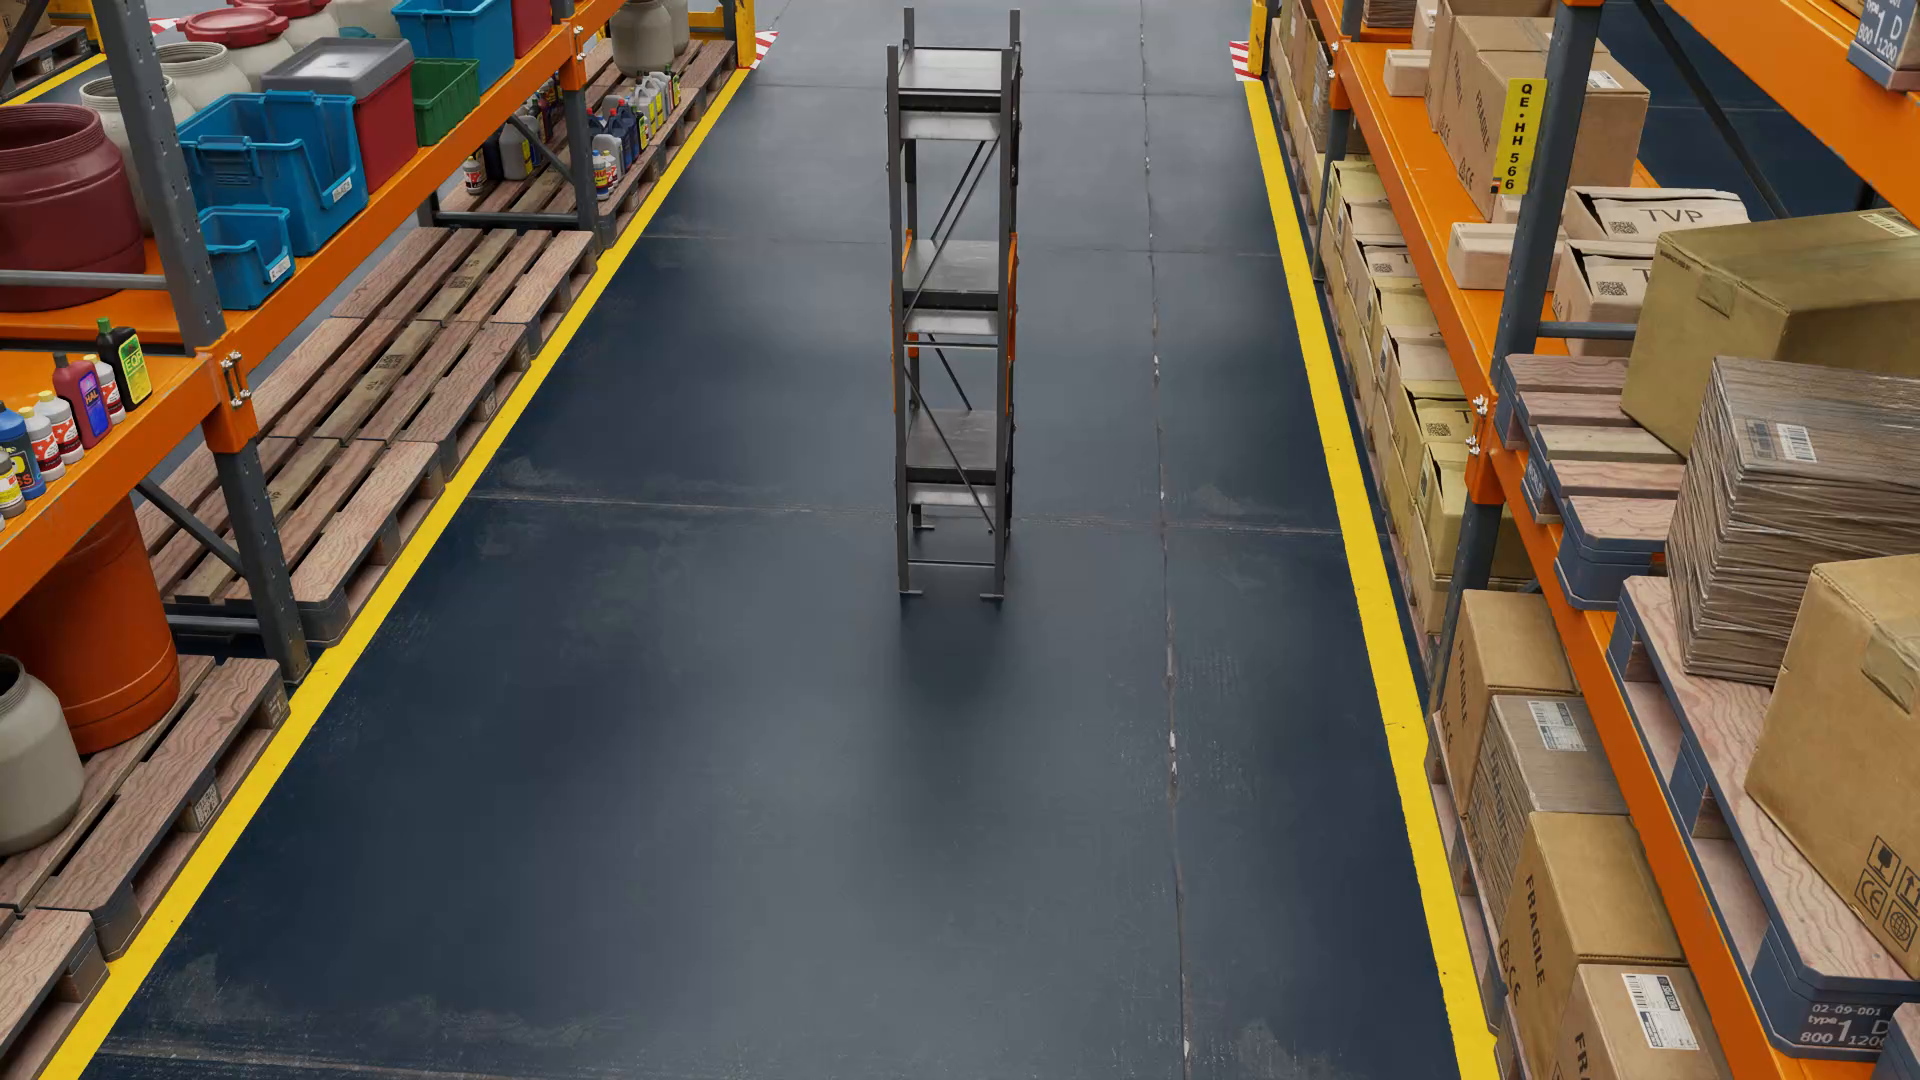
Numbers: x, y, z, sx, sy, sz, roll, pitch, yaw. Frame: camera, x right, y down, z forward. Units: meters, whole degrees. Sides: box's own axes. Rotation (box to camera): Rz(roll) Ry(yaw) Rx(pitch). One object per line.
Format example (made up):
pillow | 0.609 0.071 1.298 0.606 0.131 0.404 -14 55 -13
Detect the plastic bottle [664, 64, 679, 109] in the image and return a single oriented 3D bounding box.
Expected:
plastic bottle | -1.895 -2.983 10.900 0.061 0.283 0.133 3 32 5

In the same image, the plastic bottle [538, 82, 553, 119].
plastic bottle | -2.685 -2.852 10.700 0.097 0.271 0.097 0 32 0

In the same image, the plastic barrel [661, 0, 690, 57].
plastic barrel | -2.169 -3.765 11.971 0.421 0.512 0.421 0 32 0

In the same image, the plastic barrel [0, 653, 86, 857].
plastic barrel | -2.822 0.627 4.845 0.421 0.512 0.421 0 32 0

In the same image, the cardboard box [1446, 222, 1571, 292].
cardboard box | 1.892 -0.971 5.706 0.380 0.149 0.250 2 32 4

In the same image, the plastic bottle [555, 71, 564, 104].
plastic bottle | -2.658 -3.000 11.006 0.097 0.201 0.097 0 32 0

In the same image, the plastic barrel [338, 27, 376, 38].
plastic barrel | -2.778 -2.157 7.522 0.301 0.262 0.301 0 32 0

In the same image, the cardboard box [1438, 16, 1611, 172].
cardboard box | 2.257 -1.792 6.703 0.500 0.500 0.500 3 32 4

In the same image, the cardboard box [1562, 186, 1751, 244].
cardboard box | 2.360 -1.017 5.627 0.500 0.311 0.500 2 32 3

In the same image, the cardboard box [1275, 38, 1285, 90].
cardboard box | 2.443 -3.255 11.393 0.500 0.250 0.500 2 32 4

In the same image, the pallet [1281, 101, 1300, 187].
pallet | 2.623 -2.554 10.693 1.003 0.211 1.213 2 32 4

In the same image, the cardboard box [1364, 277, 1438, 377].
cardboard box | 2.014 -0.925 7.078 0.500 0.311 0.500 3 32 5

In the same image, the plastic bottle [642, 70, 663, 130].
plastic bottle | -1.972 -2.783 10.513 0.144 0.351 0.185 4 32 6

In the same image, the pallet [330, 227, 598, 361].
pallet | -2.542 -1.302 8.661 1.003 0.211 1.213 2 32 4

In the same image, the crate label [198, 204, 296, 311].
crate label | -2.435 -0.942 5.580 0.303 0.233 0.416 2 32 4

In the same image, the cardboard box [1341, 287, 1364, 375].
cardboard box | 2.058 -0.957 7.665 0.500 0.250 0.500 2 32 2

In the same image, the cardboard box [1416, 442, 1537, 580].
cardboard box | 1.891 -0.127 5.783 0.500 0.311 0.500 3 32 5

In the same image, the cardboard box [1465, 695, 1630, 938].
cardboard box | 1.735 0.781 4.587 0.500 0.500 0.500 1 32 2

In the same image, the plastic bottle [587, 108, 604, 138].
plastic bottle | -2.181 -2.371 9.844 0.144 0.351 0.185 2 32 4

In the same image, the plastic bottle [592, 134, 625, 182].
plastic bottle | -2.055 -2.247 9.714 0.152 0.276 0.135 4 32 6

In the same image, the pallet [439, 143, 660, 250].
pallet | -2.421 -2.063 9.897 1.003 0.211 1.213 2 32 4

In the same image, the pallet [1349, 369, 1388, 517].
pallet | 2.302 -0.474 7.318 1.003 0.211 1.213 2 32 4

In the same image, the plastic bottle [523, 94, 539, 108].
plastic bottle | -2.693 -2.632 10.338 0.152 0.276 0.135 3 32 5

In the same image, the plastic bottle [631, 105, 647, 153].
plastic bottle | -1.967 -2.520 10.149 0.061 0.283 0.133 4 32 6

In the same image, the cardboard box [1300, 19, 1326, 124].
cardboard box | 2.329 -2.789 9.923 0.500 0.500 0.500 2 32 4

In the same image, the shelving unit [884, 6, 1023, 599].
shelving unit | -0.013 -0.807 6.059 0.431 2.100 0.503 2 32 4

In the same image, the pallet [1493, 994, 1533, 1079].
pallet | 1.894 1.616 3.926 1.003 0.211 1.213 2 32 4

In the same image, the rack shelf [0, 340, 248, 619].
rack shelf | -3.005 0.543 3.696 1.077 0.370 4.000 2 32 4

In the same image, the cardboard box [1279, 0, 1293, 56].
cardboard box | 2.441 -3.574 11.196 0.500 0.500 0.500 2 32 4

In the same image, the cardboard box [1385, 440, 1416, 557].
cardboard box | 1.932 -0.159 6.370 0.500 0.250 0.500 2 32 3

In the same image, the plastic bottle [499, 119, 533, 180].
plastic bottle | -2.608 -2.304 9.734 0.144 0.351 0.185 2 32 4

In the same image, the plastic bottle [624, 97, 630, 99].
plastic bottle | -2.096 -2.702 10.523 0.097 0.201 0.097 0 32 0

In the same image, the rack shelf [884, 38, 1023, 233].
rack shelf | -0.014 -1.392 5.699 0.431 0.518 0.480 2 32 4

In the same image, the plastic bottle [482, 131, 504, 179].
plastic bottle | -2.752 -2.310 9.744 0.144 0.351 0.185 2 32 3

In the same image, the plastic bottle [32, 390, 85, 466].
plastic bottle | -2.497 -0.315 4.591 0.097 0.201 0.097 0 32 0

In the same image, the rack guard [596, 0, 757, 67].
rack guard | -2.150 -3.887 12.580 1.175 0.500 0.348 2 32 4

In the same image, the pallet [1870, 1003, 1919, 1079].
pallet | 1.942 1.164 2.185 1.003 0.211 1.213 2 32 4

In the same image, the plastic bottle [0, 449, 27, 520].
plastic bottle | -2.520 -0.162 4.343 0.097 0.201 0.097 0 32 0

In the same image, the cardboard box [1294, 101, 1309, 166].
cardboard box | 2.316 -2.471 10.120 0.500 0.250 0.500 2 32 4

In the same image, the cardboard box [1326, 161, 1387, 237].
cardboard box | 2.138 -1.729 8.383 0.500 0.311 0.500 3 32 4

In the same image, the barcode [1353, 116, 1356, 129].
barcode | 1.984 -2.104 8.353 0.001 0.075 0.075 2 32 4

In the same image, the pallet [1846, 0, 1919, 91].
pallet | 1.973 -0.582 2.155 1.213 0.211 1.003 2 32 4

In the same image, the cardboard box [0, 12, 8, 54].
cardboard box | -7.210 -3.679 11.843 0.500 0.500 0.500 11 33 17

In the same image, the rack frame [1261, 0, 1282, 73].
rack frame | 2.745 -4.779 11.646 1.000 3.000 0.127 2 32 4

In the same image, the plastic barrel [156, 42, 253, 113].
plastic barrel | -2.937 -1.624 6.420 0.421 0.512 0.421 0 32 0

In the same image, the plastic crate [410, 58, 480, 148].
plastic crate | -2.377 -1.888 7.157 0.450 0.188 0.662 2 32 4

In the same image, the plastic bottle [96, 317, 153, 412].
plastic bottle | -2.450 -0.530 4.862 0.061 0.283 0.133 2 32 4

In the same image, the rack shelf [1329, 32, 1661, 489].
rack shelf | 2.257 -1.335 6.744 1.077 0.370 4.000 2 32 4

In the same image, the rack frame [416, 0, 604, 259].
rack frame | -2.517 -2.901 8.598 1.000 3.000 0.127 2 32 4

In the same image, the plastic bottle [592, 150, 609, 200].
plastic bottle | -2.054 -2.075 9.439 0.097 0.271 0.097 0 32 0

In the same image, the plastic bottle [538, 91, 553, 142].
plastic bottle | -2.586 -2.631 10.330 0.061 0.283 0.133 2 32 4

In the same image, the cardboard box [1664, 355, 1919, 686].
cardboard box | 1.890 -0.013 3.416 0.700 0.500 0.500 8 33 13

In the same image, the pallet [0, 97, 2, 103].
pallet | -7.337 -2.918 11.283 1.003 0.211 1.213 2 32 4
